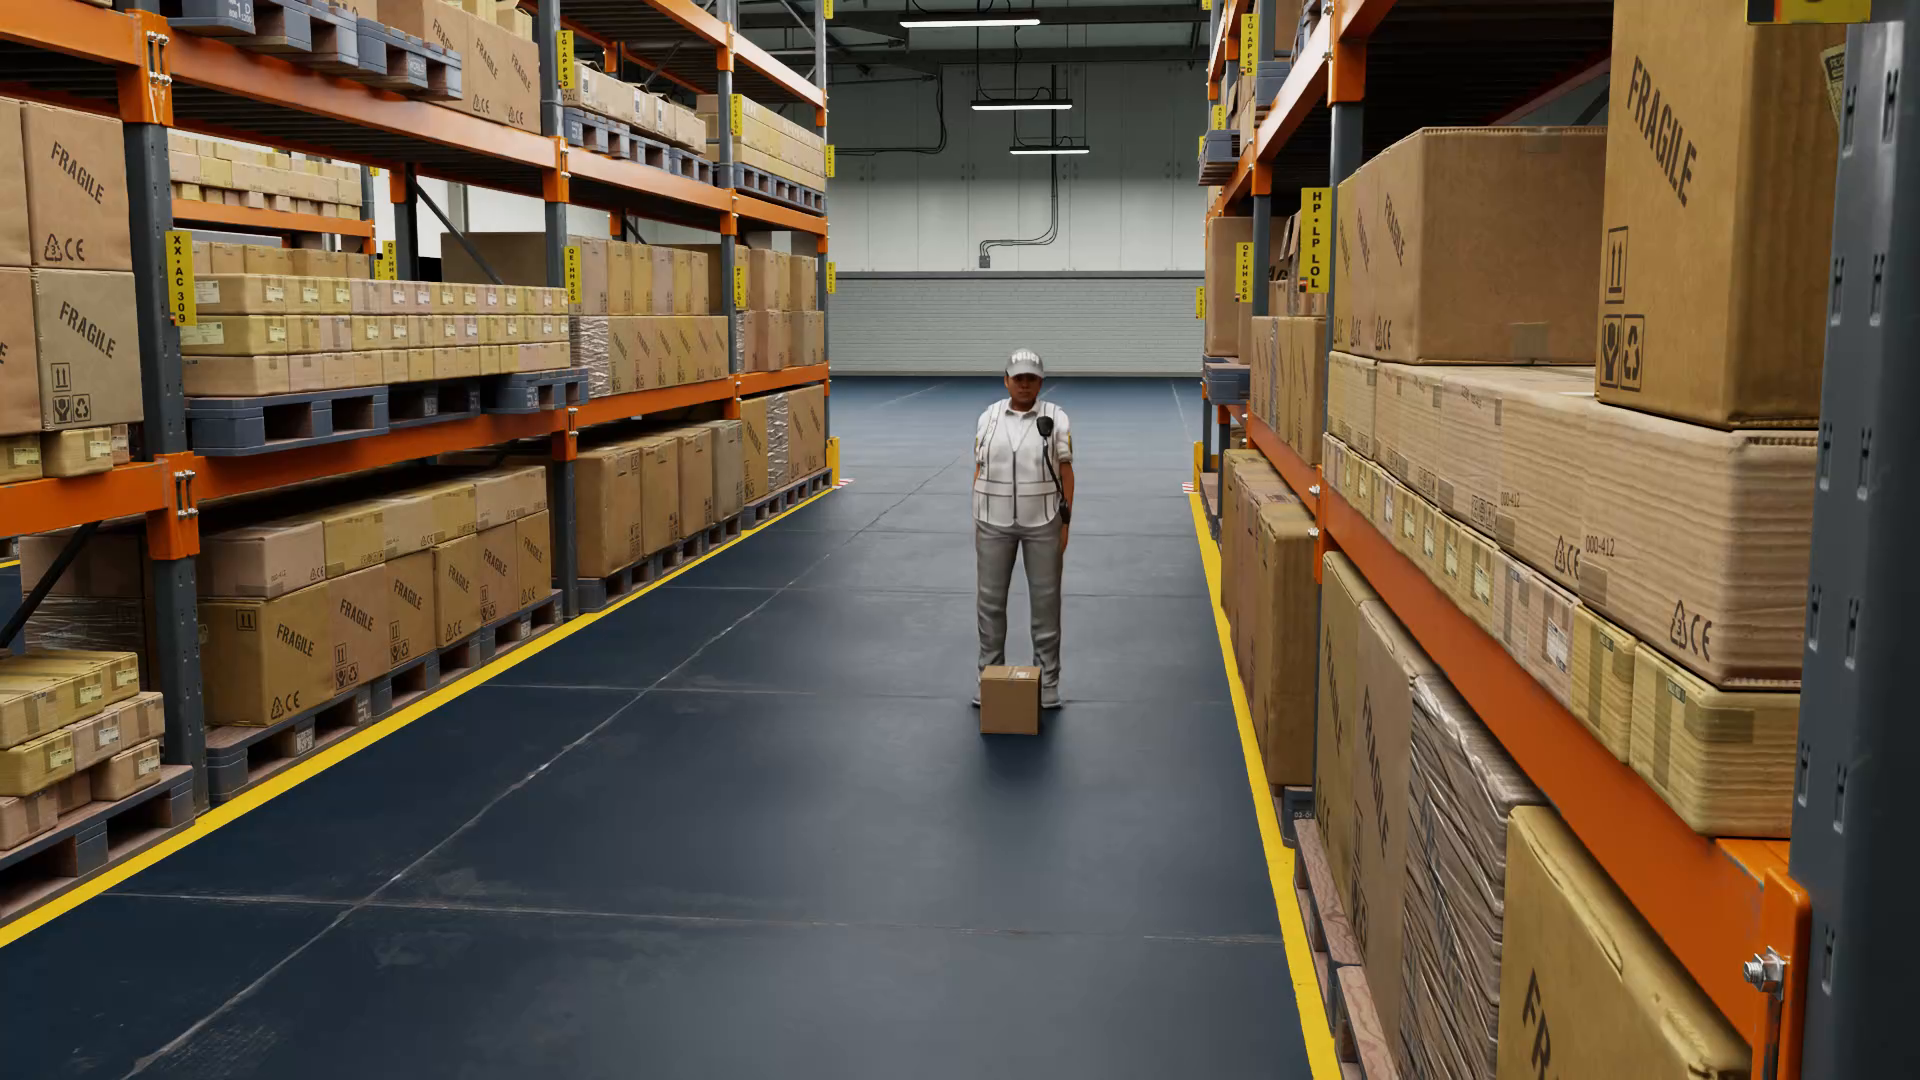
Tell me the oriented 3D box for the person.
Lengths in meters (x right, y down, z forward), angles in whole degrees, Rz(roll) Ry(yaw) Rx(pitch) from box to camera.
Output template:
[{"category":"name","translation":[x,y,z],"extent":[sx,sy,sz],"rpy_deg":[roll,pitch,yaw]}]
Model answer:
[{"category":"person","translation":[0.291,-0.053,7.710],"extent":[0.467,1.660,0.390],"rpy_deg":[1,8,8]}]
